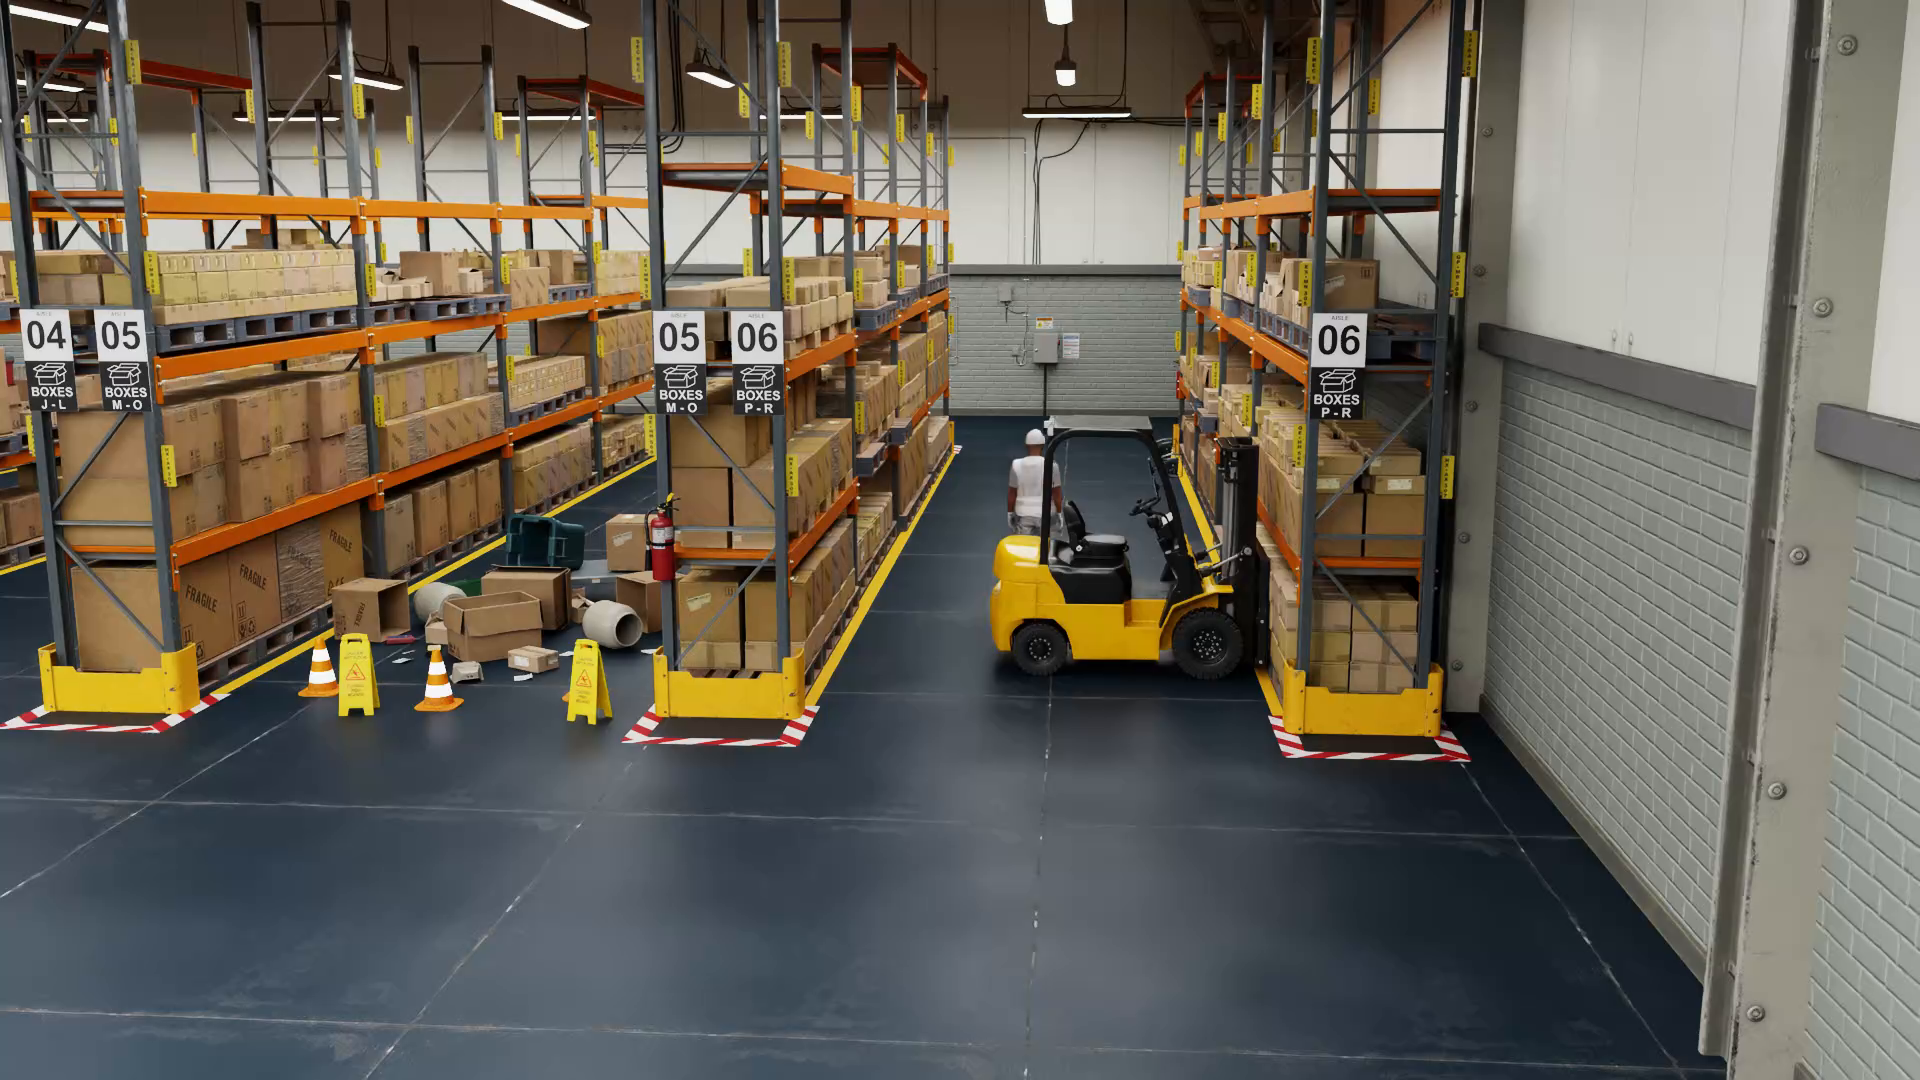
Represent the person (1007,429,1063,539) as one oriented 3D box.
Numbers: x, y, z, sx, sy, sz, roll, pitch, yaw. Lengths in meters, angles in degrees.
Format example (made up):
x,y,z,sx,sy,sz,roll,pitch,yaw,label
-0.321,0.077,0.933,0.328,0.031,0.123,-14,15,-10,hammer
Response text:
x,y,z,sx,sy,sz,roll,pitch,yaw,label
0.782,-0.264,17.246,0.584,1.791,0.546,1,11,4,person
